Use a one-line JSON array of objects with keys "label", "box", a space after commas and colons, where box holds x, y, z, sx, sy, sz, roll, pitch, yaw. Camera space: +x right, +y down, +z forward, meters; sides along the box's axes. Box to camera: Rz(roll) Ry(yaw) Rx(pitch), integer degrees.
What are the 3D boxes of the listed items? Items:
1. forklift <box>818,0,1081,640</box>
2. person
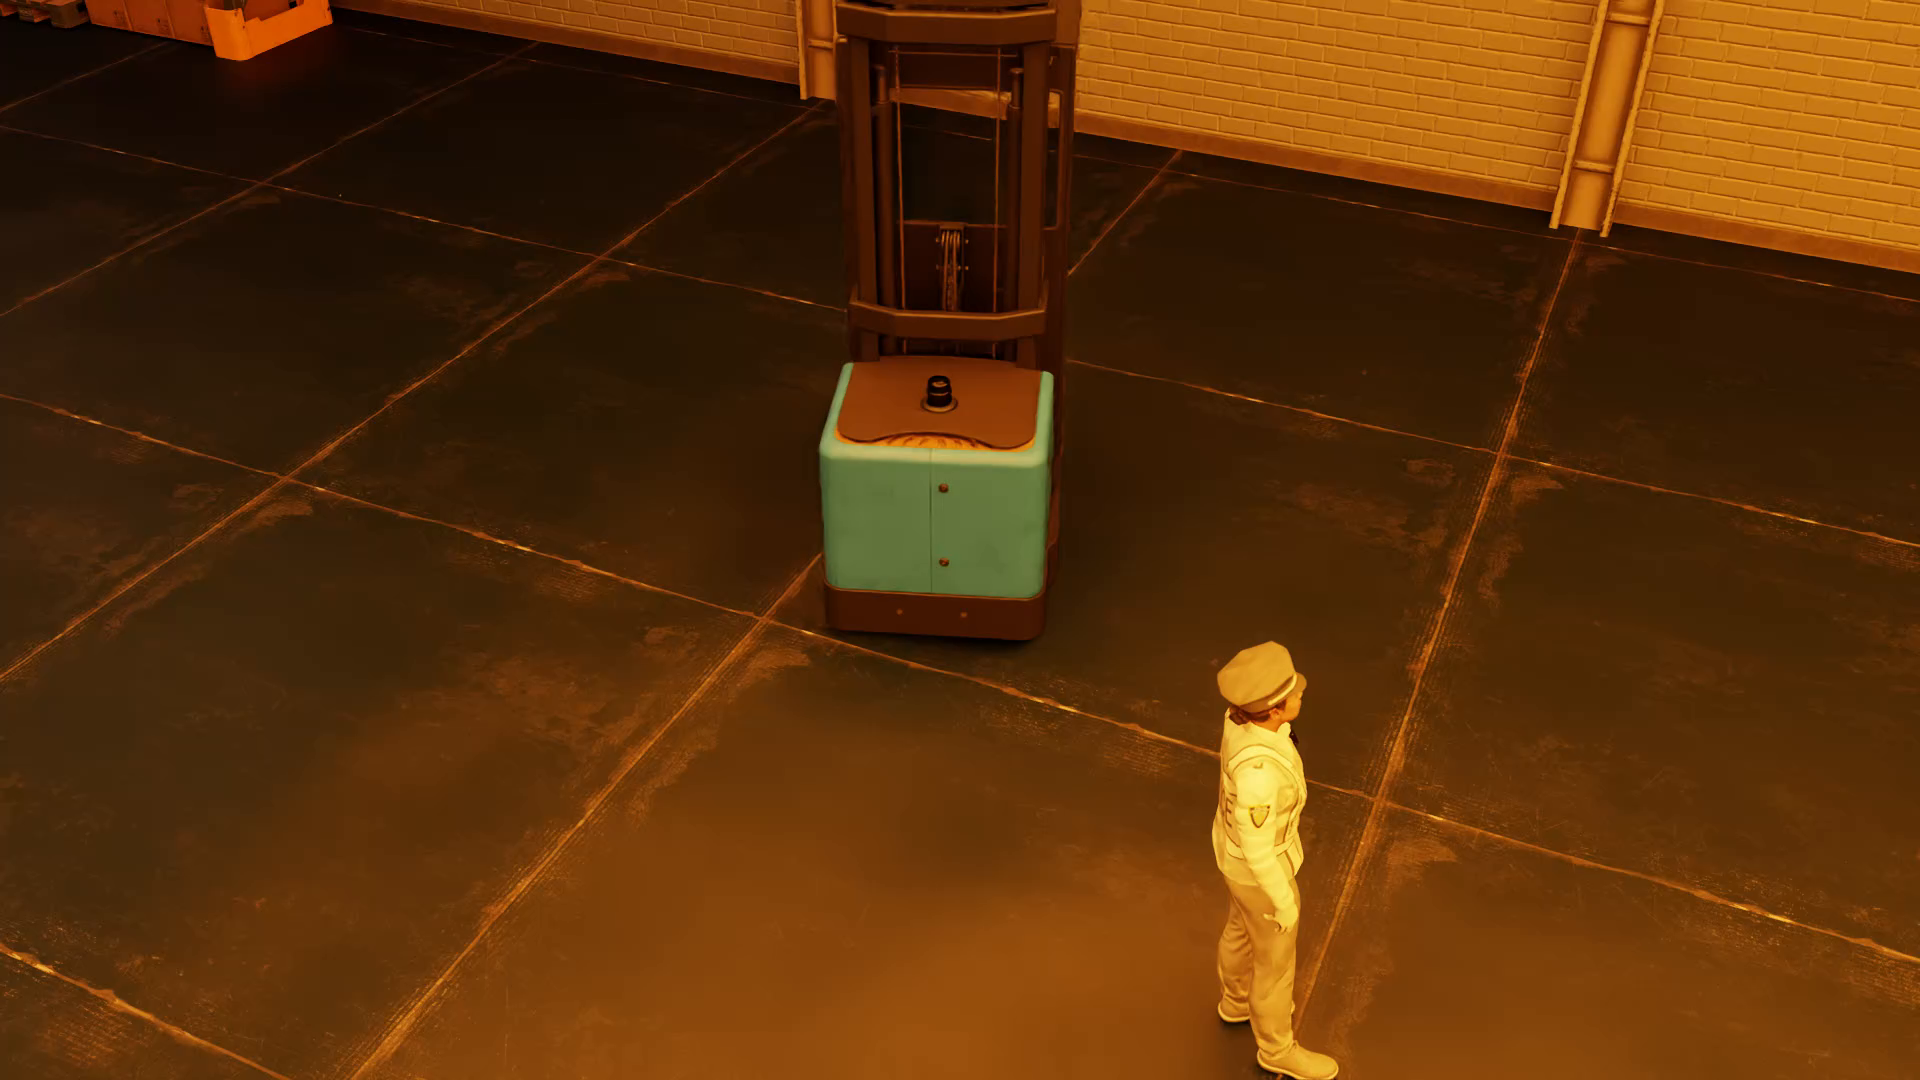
[{"label": "forklift", "box": [0.004, -1.559, 8.272, 1.130, 2.935, 3.031, 3, 36, 4]}, {"label": "person", "box": [1.082, 1.071, 5.638, 0.531, 1.696, 0.589, 0, 35, 0]}]
